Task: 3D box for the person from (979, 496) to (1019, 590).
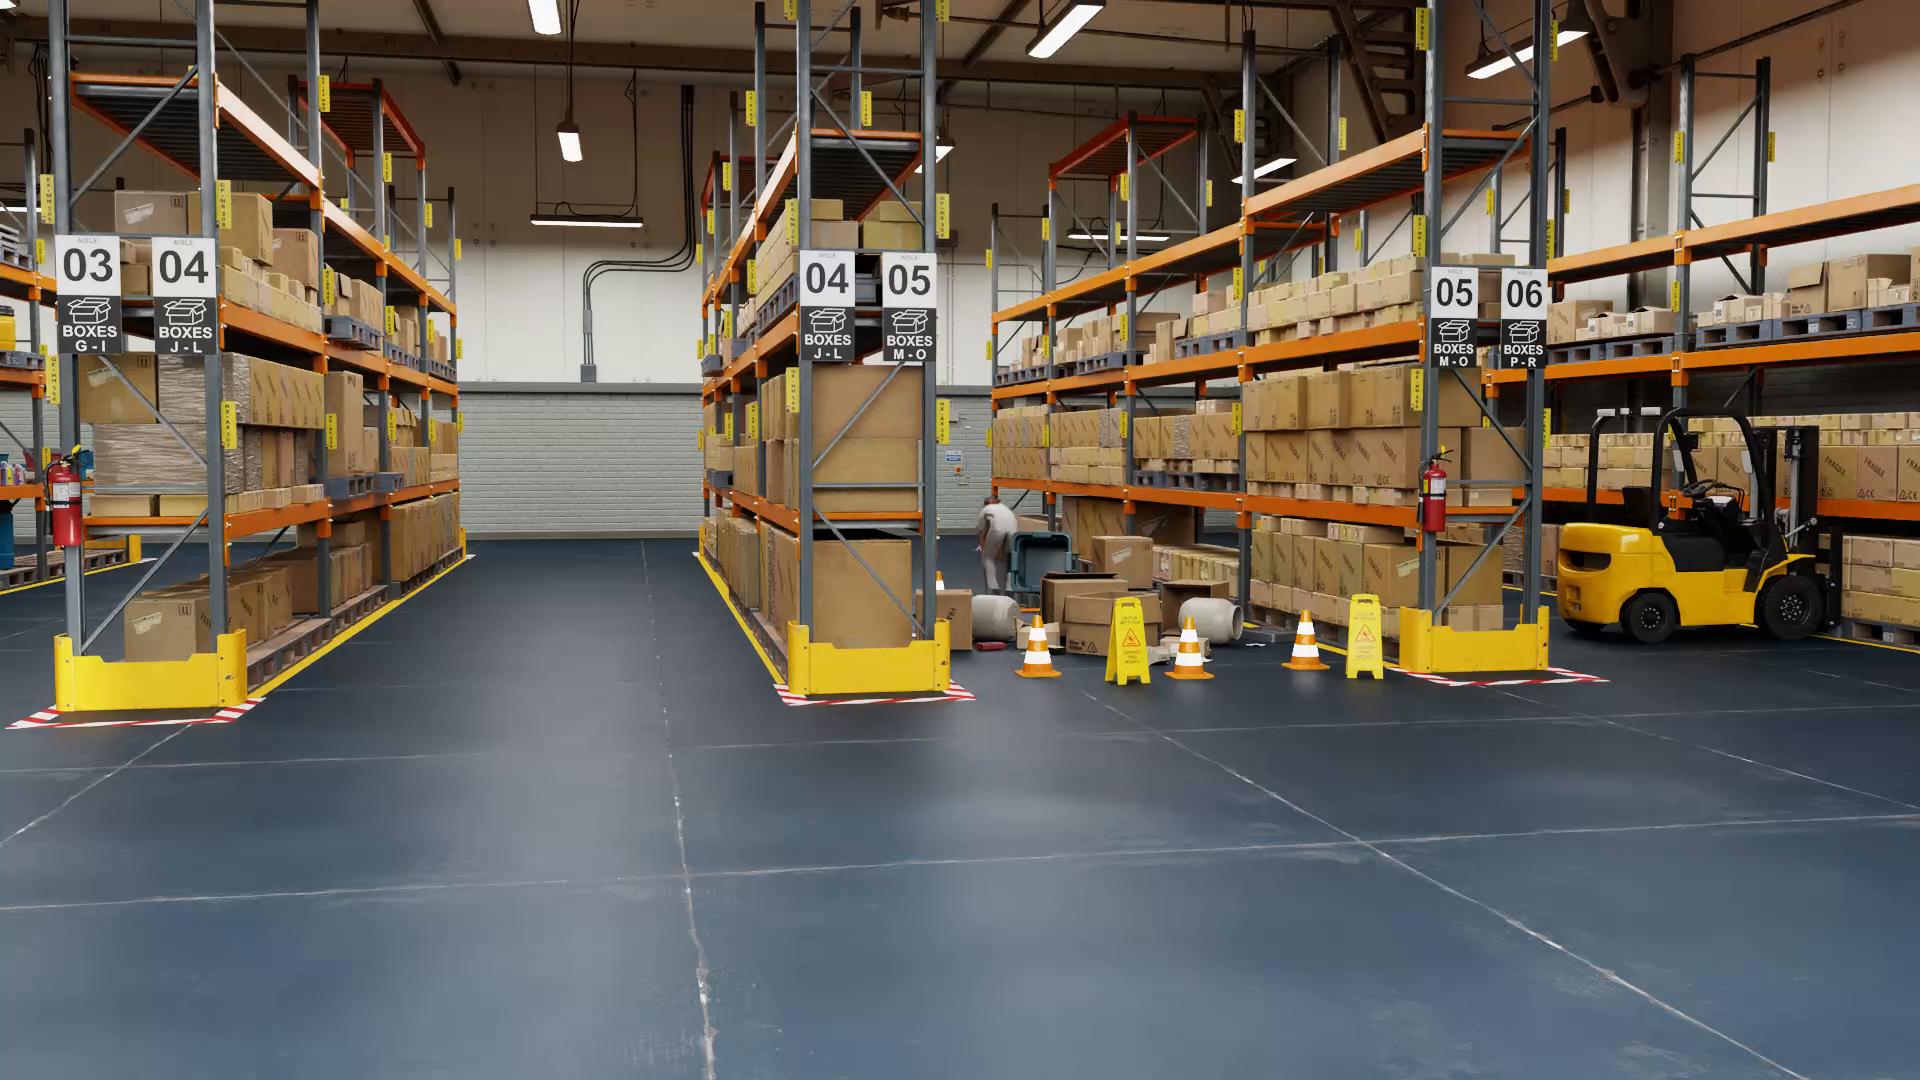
[{"bbox_3d":[0.442,0.092,19.701,0.427,1.217,0.836,-1,3,-14],"label":"person"}]
